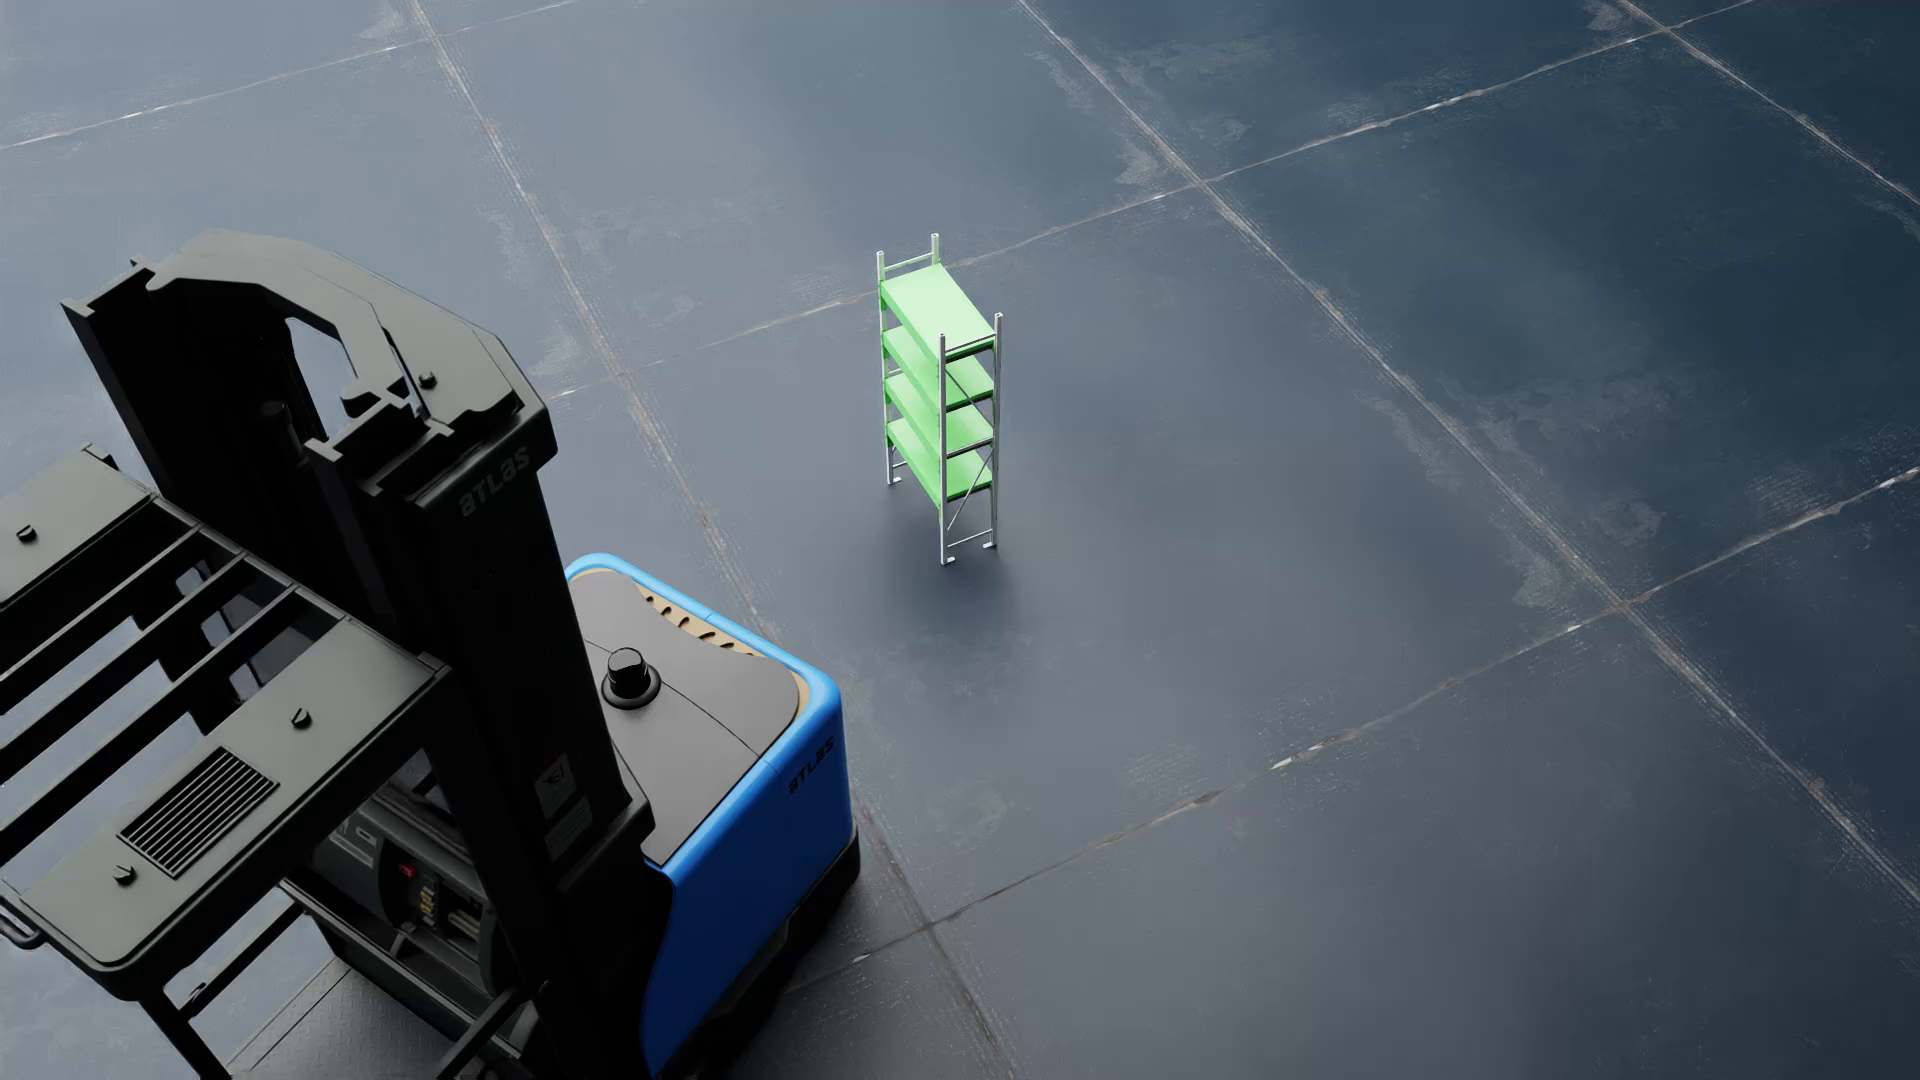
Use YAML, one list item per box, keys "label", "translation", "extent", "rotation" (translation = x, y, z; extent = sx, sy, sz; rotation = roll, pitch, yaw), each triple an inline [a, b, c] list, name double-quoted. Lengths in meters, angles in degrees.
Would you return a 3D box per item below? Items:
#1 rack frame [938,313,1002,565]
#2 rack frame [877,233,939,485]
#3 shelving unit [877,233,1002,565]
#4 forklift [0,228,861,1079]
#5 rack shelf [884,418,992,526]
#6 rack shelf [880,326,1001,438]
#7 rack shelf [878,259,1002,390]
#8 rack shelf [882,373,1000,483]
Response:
- label: "rack frame"
  translation: [0.036, -0.342, 6.145]
  extent: [0.240, 1.200, 0.015]
  rotation: [-21, 52, -18]
- label: "rack frame"
  translation: [-0.187, -0.669, 6.431]
  extent: [0.240, 1.200, 0.015]
  rotation: [-21, 52, -18]
- label: "shelving unit"
  translation: [-0.076, -0.506, 6.288]
  extent: [0.258, 1.200, 0.503]
  rotation: [-21, 52, -18]
- label: "forklift"
  translation: [-1.573, 0.881, 3.925]
  extent: [1.130, 2.935, 3.031]
  rotation: [27, 54, 22]
- label: "rack shelf"
  translation: [-0.076, -0.306, 6.517]
  extent: [0.258, 0.148, 0.480]
  rotation: [-21, 52, -18]
- label: "rack shelf"
  translation: [-0.076, -0.622, 6.155]
  extent: [0.258, 0.148, 0.480]
  rotation: [-21, 52, -18]
- label: "rack shelf"
  translation: [-0.076, -0.780, 5.975]
  extent: [0.258, 0.148, 0.480]
  rotation: [-21, 52, -18]
- label: "rack shelf"
  translation: [-0.076, -0.464, 6.336]
  extent: [0.258, 0.148, 0.480]
  rotation: [-21, 52, -18]
